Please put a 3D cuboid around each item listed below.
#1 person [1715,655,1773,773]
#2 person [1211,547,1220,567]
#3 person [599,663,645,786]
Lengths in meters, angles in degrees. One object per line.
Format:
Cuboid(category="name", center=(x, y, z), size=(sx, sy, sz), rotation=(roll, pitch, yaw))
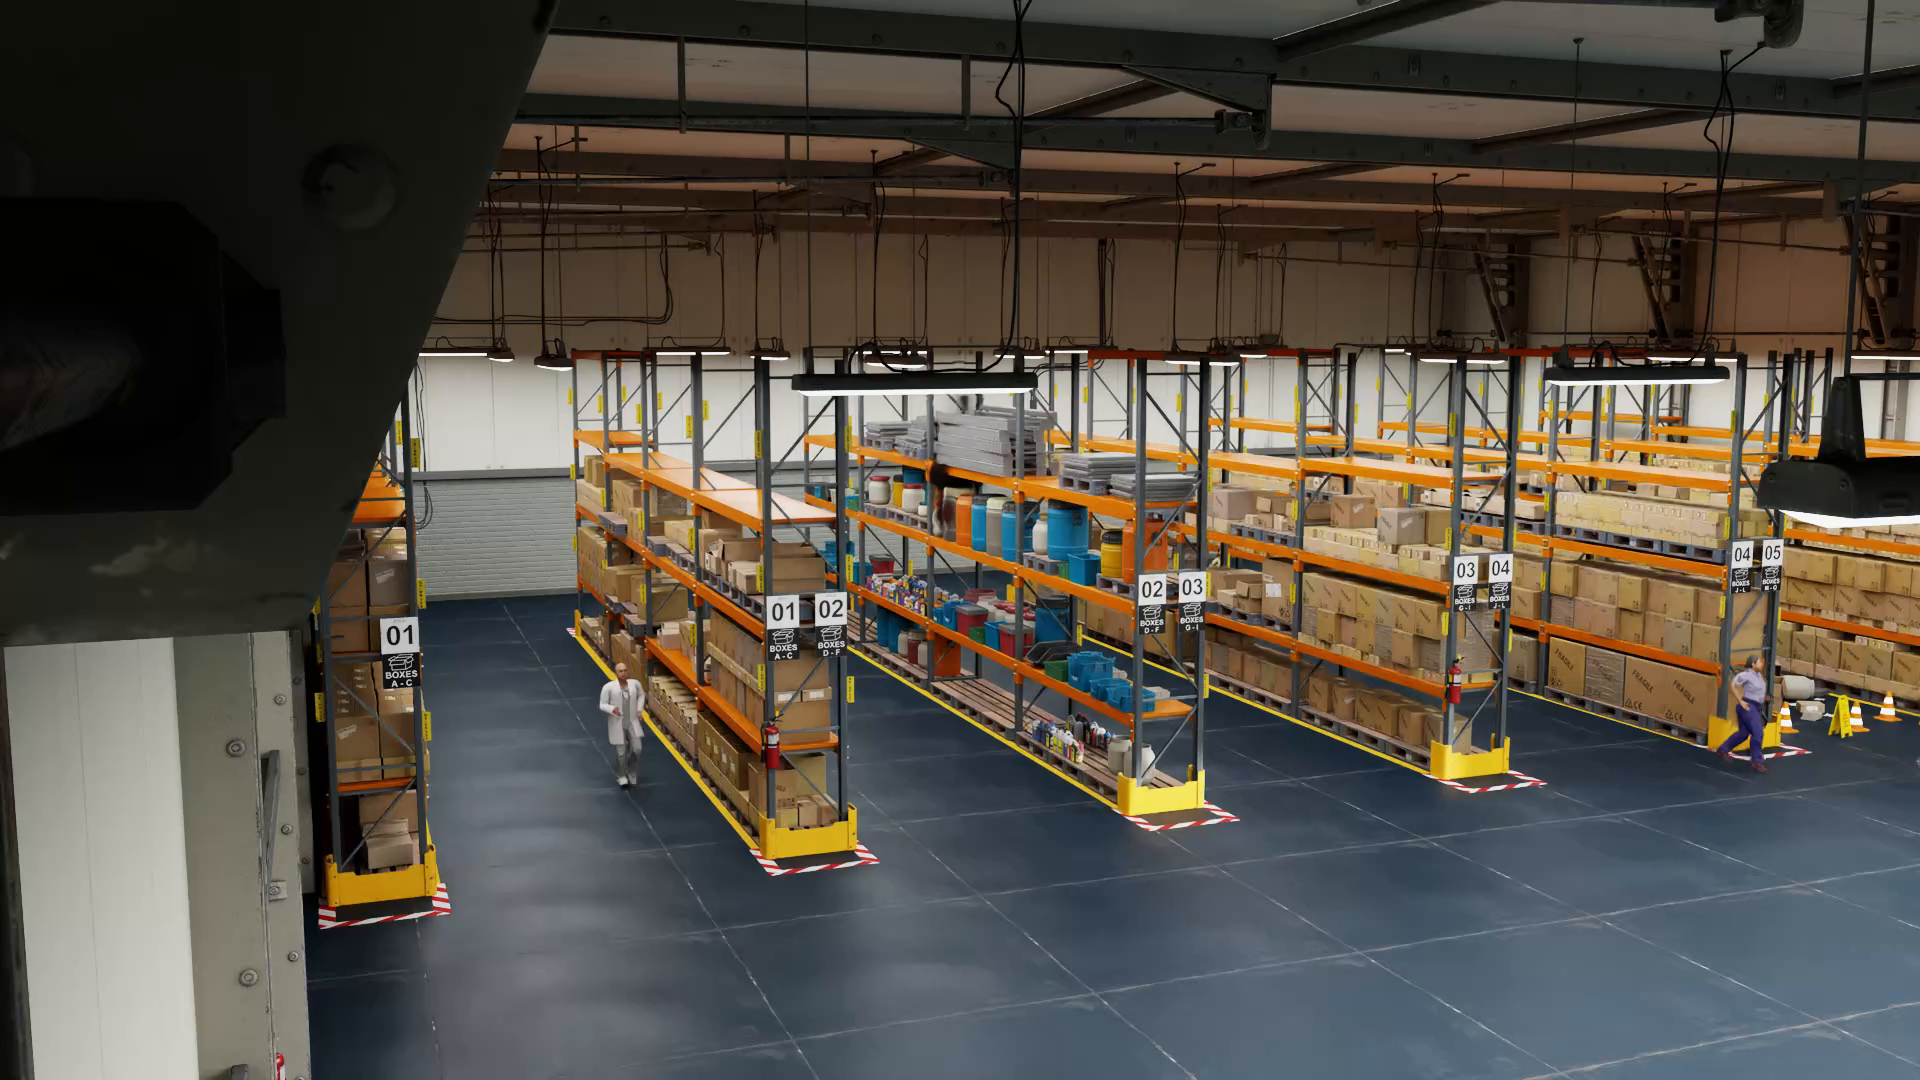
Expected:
Cuboid(category="person", center=(11.548, 2.519, 24.344), size=(0.774, 1.657, 0.601), rotation=(5, 9, 37))
Cuboid(category="person", center=(5.788, 0.951, 36.698), size=(0.569, 1.641, 0.613), rotation=(-2, 7, -18))
Cuboid(category="person", center=(-4.654, 2.589, 23.151), size=(0.686, 1.752, 0.690), rotation=(-3, 8, -24))
